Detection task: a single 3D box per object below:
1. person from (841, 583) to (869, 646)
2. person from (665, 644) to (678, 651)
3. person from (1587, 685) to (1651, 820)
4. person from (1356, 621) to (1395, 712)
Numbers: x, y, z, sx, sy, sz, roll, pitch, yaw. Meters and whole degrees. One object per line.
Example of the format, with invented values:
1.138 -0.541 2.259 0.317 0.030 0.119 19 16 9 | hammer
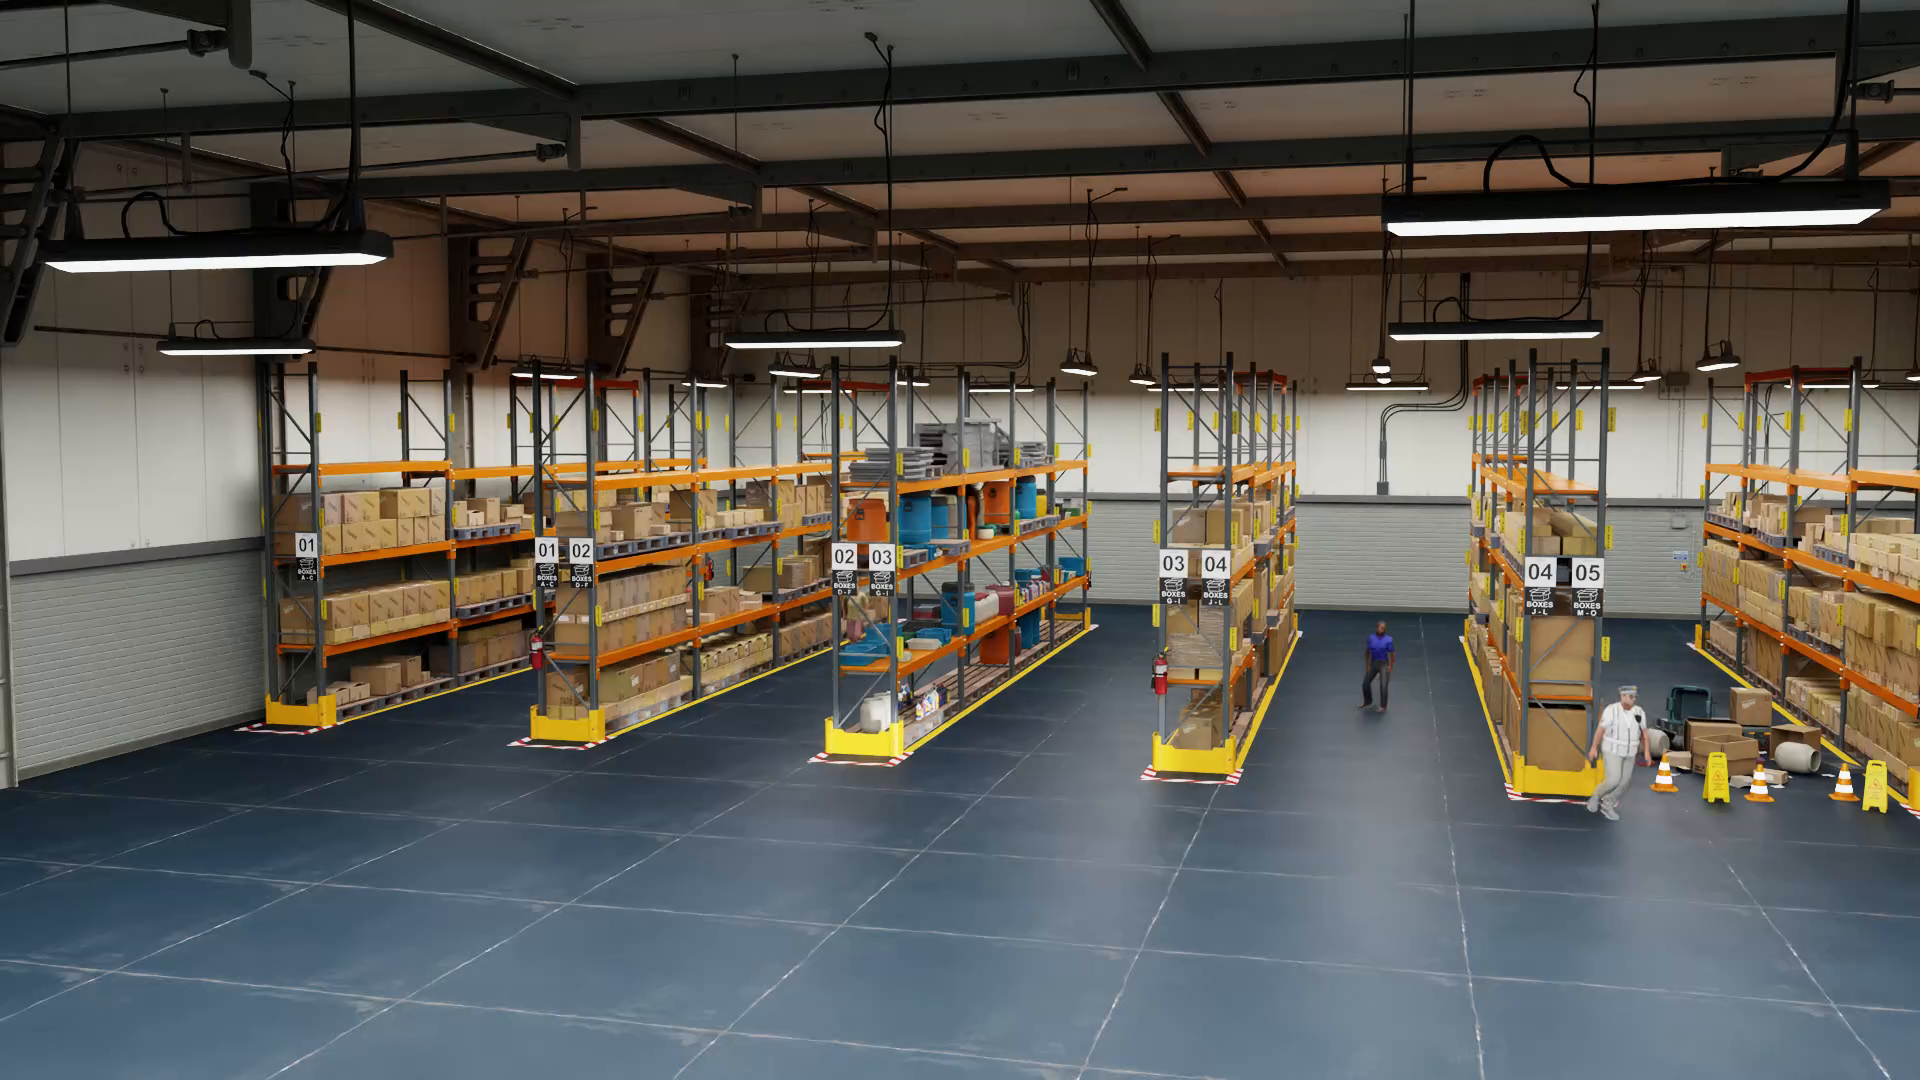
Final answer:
-2.094 1.597 33.208 0.579 1.597 0.690 0 4 0 | person
-6.215 1.647 35.609 0.639 1.704 0.844 0 4 -3 | person
8.306 2.667 20.951 0.665 1.746 0.589 -1 4 -11 | person
7.184 2.182 28.773 0.704 1.605 0.627 2 5 27 | person
